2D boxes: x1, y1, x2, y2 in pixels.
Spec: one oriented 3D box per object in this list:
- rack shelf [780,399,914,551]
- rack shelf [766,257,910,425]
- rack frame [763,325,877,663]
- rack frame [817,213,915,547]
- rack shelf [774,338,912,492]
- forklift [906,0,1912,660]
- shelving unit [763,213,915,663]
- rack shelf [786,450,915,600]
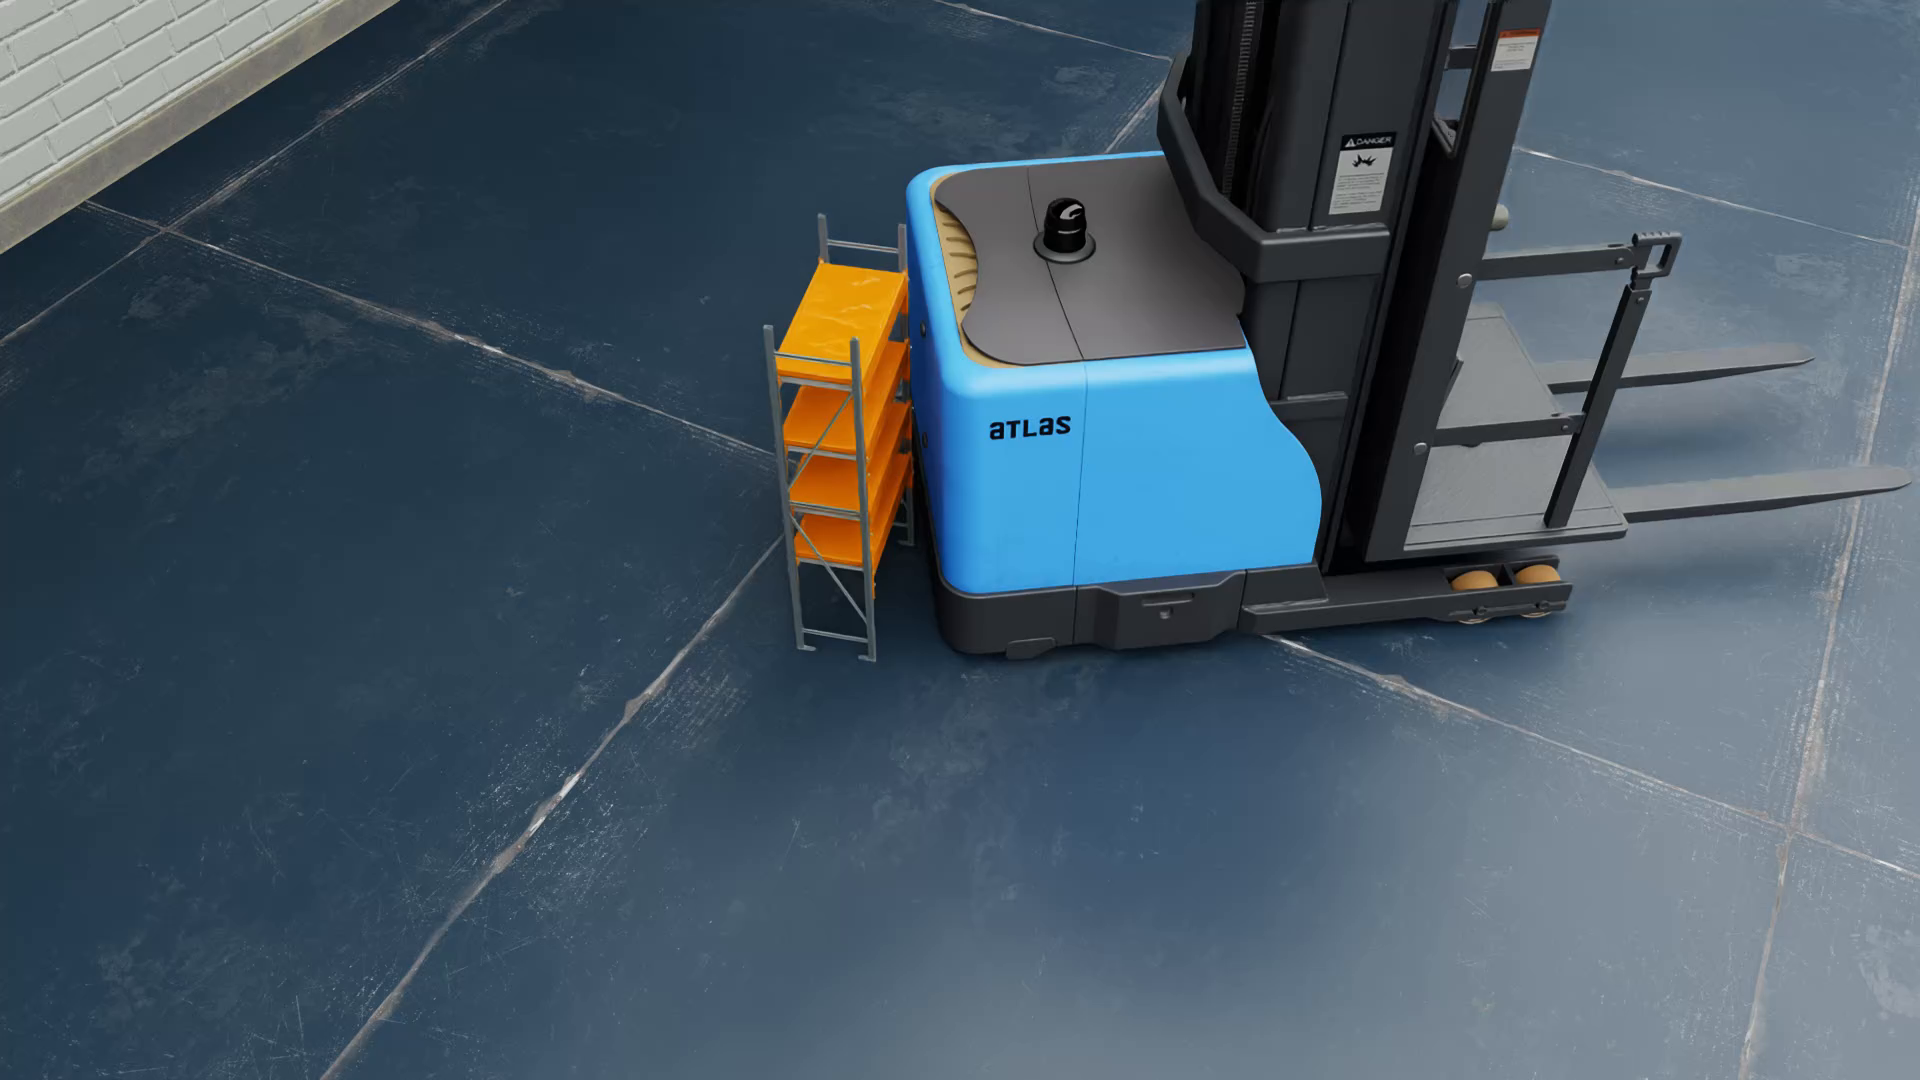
[{"bbox_3d":[-0.312,-0.207,4.705,0.258,0.148,0.480,9,46,9],"label":"rack shelf"},{"bbox_3d":[-0.312,-0.530,4.378,0.258,0.148,0.480,9,46,9],"label":"rack shelf"},{"bbox_3d":[-0.364,-0.084,4.490,0.240,1.200,0.015,9,46,9],"label":"rack frame"},{"bbox_3d":[-0.260,-0.423,4.825,0.240,1.200,0.015,9,46,9],"label":"rack frame"},{"bbox_3d":[-0.312,-0.364,4.546,0.258,0.148,0.480,9,46,9],"label":"rack shelf"},{"bbox_3d":[1.387,-1.148,4.324,3.031,2.935,1.130,-5,46,-5],"label":"forklift"},{"bbox_3d":[-0.312,-0.254,4.657,0.258,1.200,0.503,9,46,9],"label":"shelving unit"},{"bbox_3d":[-0.312,-0.067,4.846,0.258,0.148,0.480,9,46,9],"label":"rack shelf"}]
